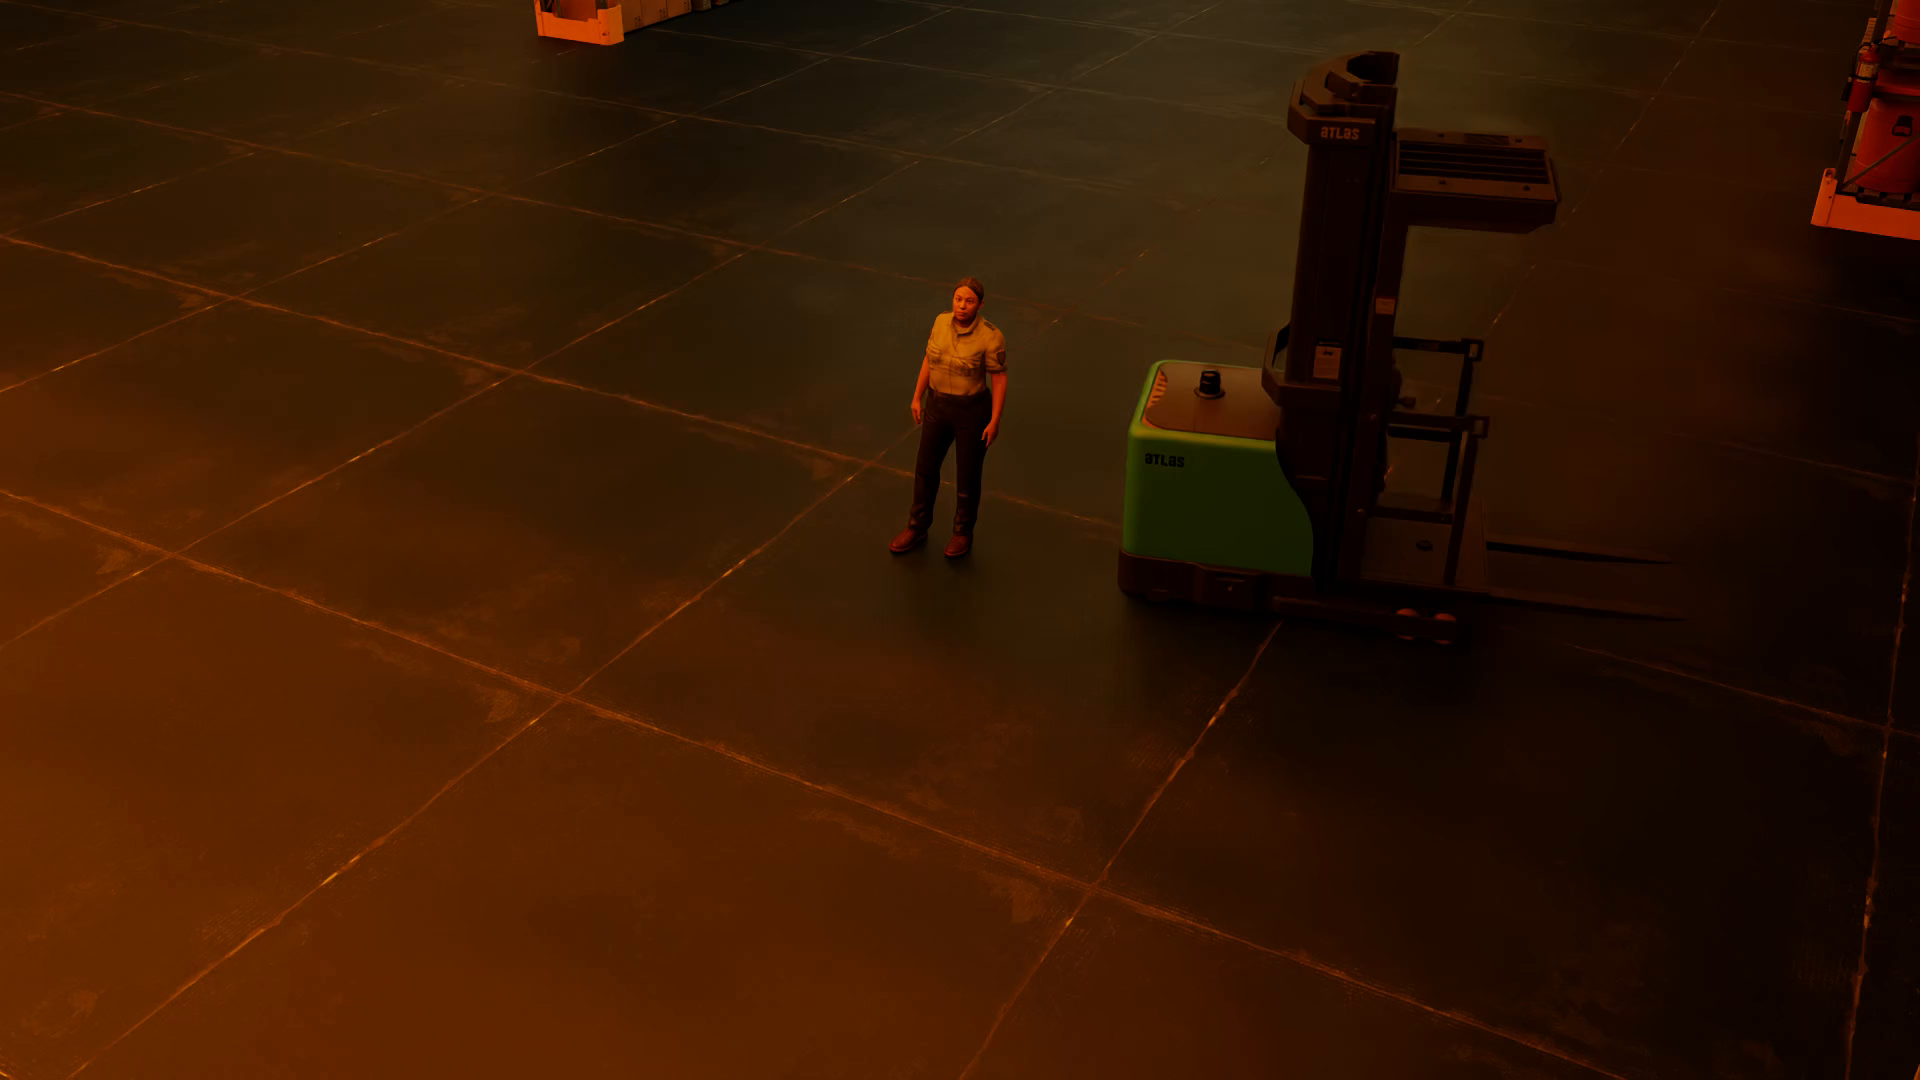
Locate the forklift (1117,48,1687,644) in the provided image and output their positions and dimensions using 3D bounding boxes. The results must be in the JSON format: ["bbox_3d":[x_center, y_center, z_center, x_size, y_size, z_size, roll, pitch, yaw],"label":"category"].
[{"bbox_3d":[2.466,-0.997,8.798,3.031,2.935,1.130,7,31,12],"label":"forklift"}]

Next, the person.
[{"bbox_3d":[-0.063,-0.686,9.529,0.599,1.650,0.503,15,33,25],"label":"person"}]
